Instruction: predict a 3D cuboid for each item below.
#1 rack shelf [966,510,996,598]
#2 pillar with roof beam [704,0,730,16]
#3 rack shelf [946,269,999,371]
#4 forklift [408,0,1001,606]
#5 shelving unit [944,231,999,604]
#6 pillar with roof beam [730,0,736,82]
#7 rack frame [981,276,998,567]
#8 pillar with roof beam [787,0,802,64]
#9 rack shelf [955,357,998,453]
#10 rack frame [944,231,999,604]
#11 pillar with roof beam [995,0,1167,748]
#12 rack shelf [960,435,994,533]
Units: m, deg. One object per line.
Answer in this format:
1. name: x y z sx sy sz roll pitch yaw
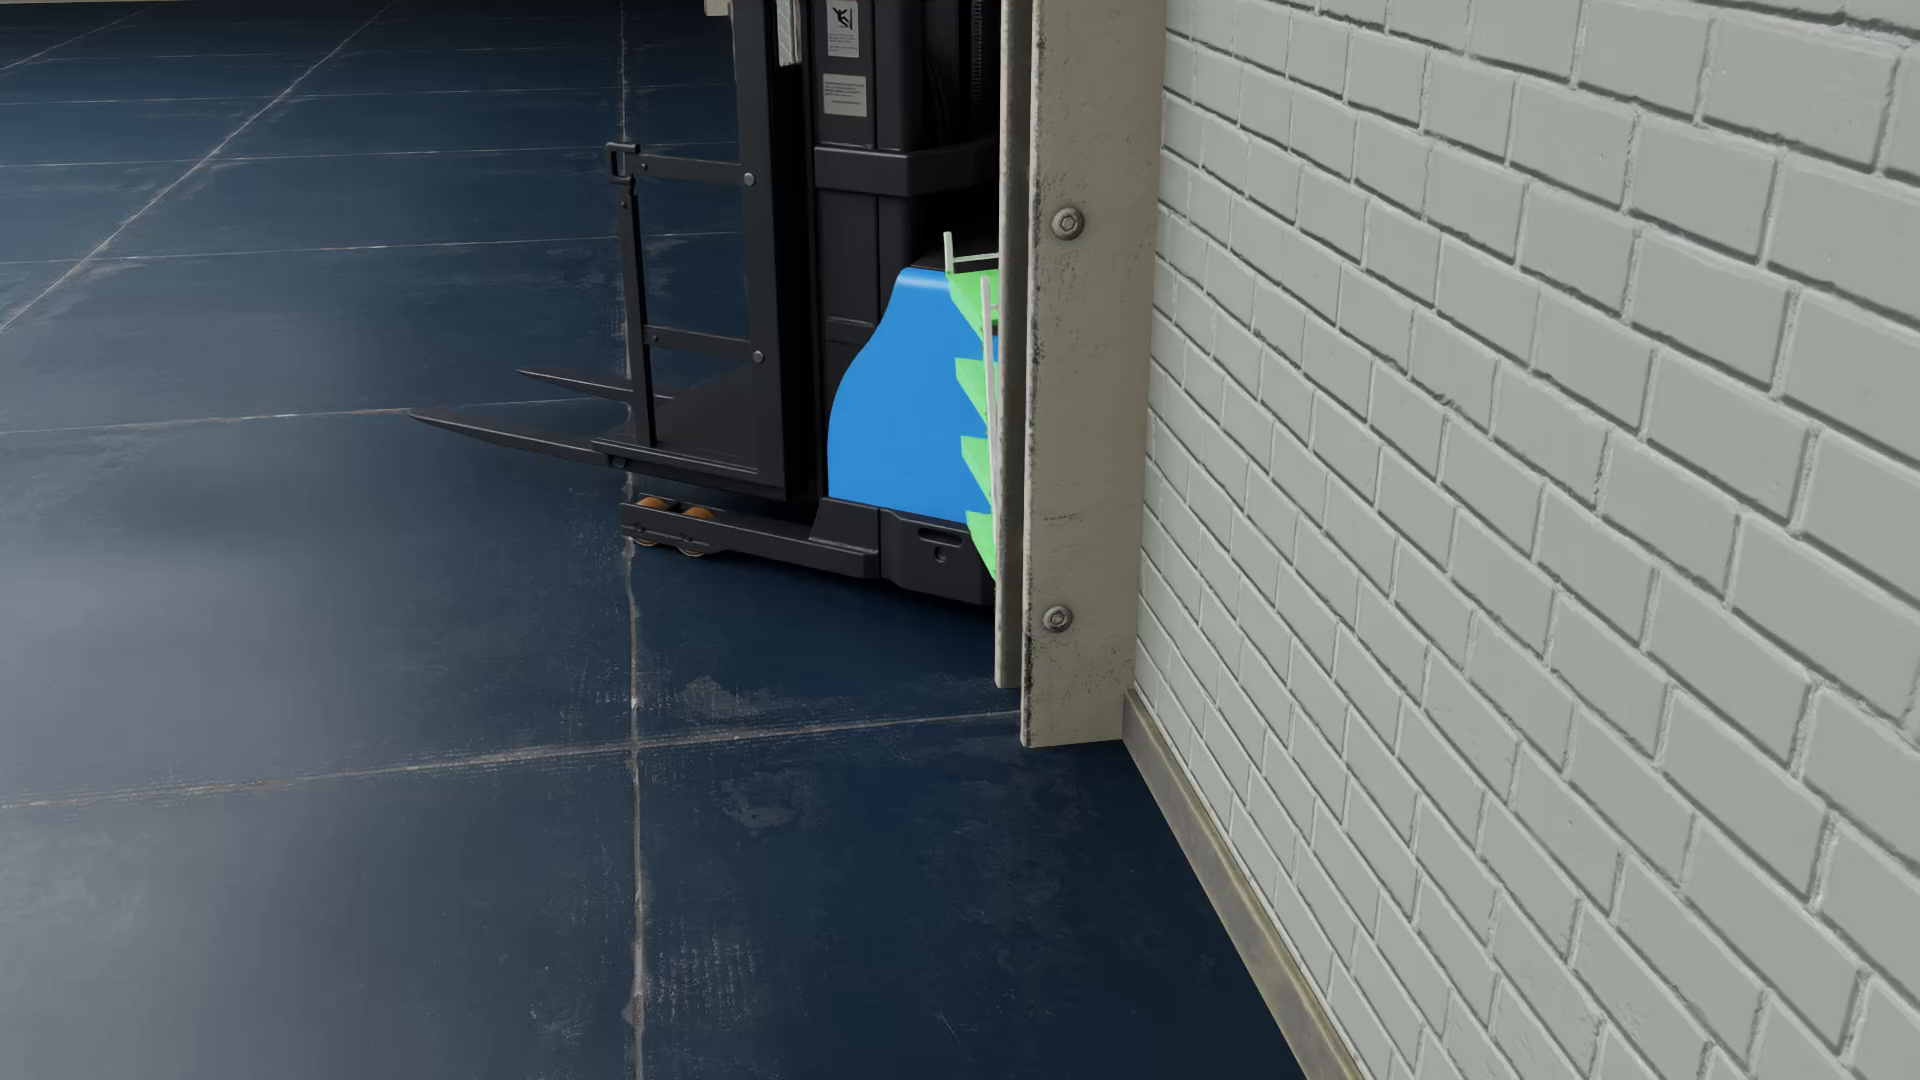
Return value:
1. rack shelf: 0.171 0.016 4.968 0.258 0.148 0.480 -8 26 -10
2. pillar with roof beam: -7.271 -10.415 18.354 9.100 9.000 0.400 -4 24 -10
3. rack shelf: 0.132 -0.635 4.663 0.258 0.148 0.480 -8 26 -10
4. forklift: -0.590 -1.460 5.430 3.031 2.935 1.130 11 26 25
5. shelving unit: 0.155 -0.259 4.839 0.258 1.200 0.503 -8 26 -10
6. pillar with roof beam: -6.162 -8.055 12.950 9.100 9.000 0.400 -4 24 -10
7. rack frame: 0.205 -0.160 4.622 0.240 1.200 0.015 -8 26 -10
8. pillar with roof beam: -5.052 -5.695 7.547 9.100 9.000 0.400 -4 24 -10
9. rack shelf: 0.145 -0.418 4.765 0.258 0.148 0.480 -8 26 -10
10. rack frame: 0.104 -0.358 5.057 0.240 1.200 0.015 -8 26 -10
11. pillar with roof beam: -3.943 -3.335 2.143 9.100 9.000 0.400 -4 24 -10
12. rack shelf: 0.158 -0.201 4.867 0.258 0.148 0.480 -8 26 -10
